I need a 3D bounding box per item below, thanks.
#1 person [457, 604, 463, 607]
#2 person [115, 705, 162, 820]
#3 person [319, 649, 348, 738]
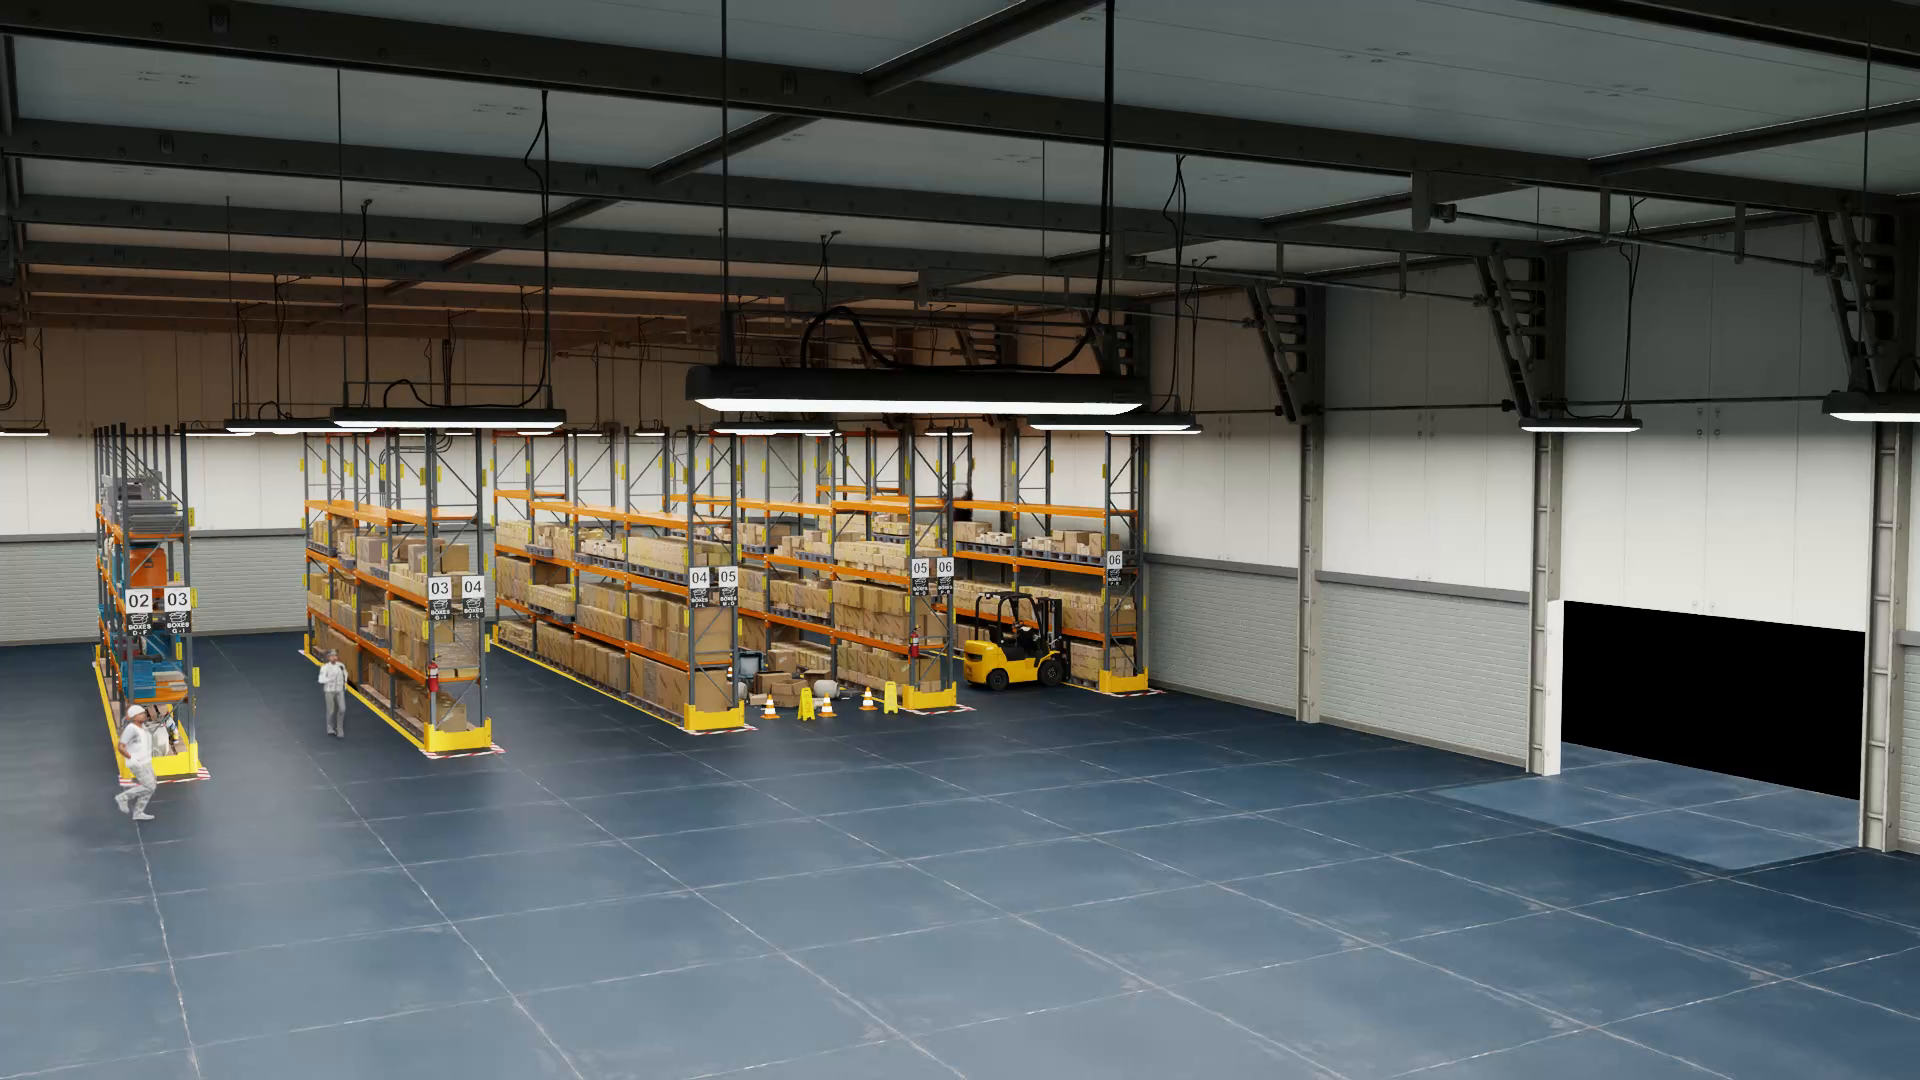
[{"bbox_3d":[-13.805,2.107,45.562,0.725,1.730,0.580,-1,4,-18],"label":"person"},{"bbox_3d":[-12.338,3.345,24.967,0.601,1.737,0.695,0,3,-8],"label":"person"},{"bbox_3d":[-12.011,2.944,31.956,0.592,1.734,0.684,-2,4,-33],"label":"person"}]
